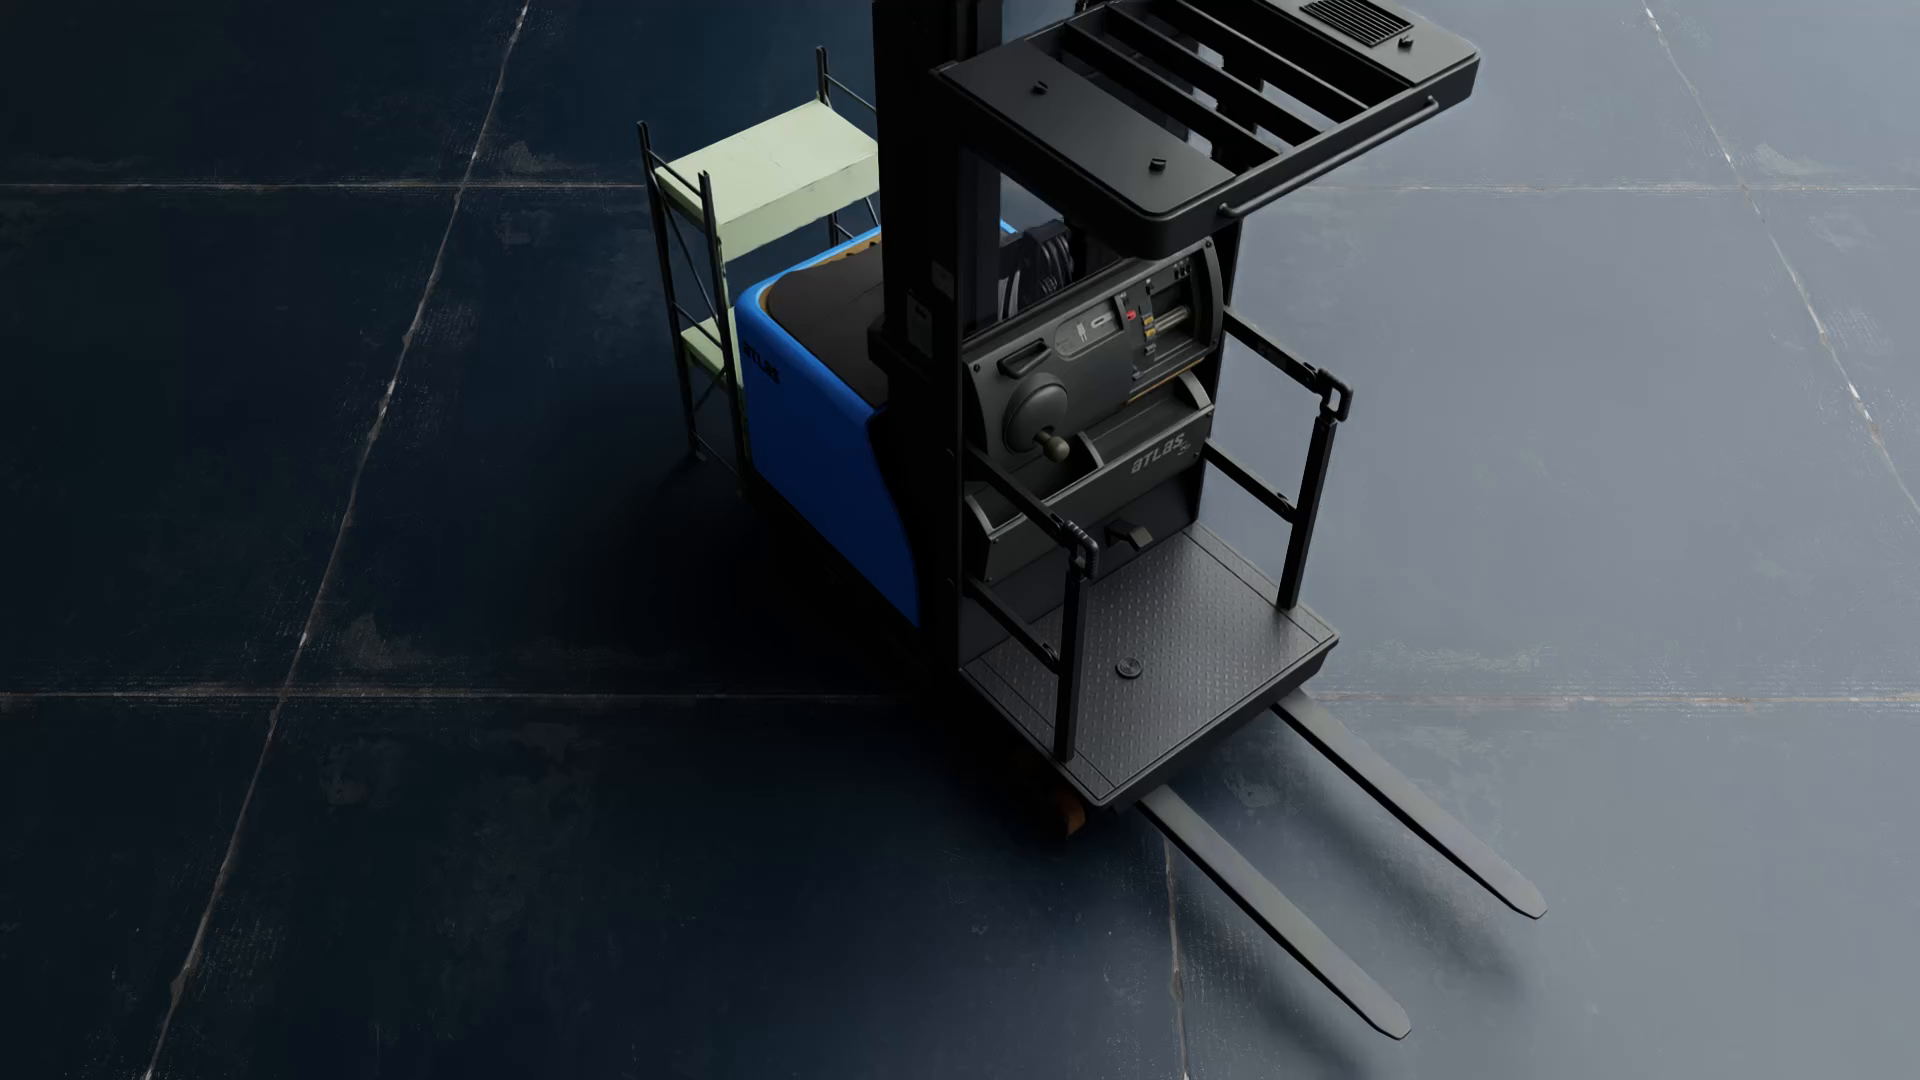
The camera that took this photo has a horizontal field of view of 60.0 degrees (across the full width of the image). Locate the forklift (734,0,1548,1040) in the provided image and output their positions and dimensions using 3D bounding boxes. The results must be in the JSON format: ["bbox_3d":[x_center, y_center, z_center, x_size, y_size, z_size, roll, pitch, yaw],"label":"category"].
[{"bbox_3d":[0.539,-0.466,4.681,1.130,2.935,3.031,-30,54,-25],"label":"forklift"}]

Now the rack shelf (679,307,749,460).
[{"bbox_3d":[-0.649,-0.706,6.328,0.720,0.370,0.431,-31,54,-26],"label":"rack shelf"}]

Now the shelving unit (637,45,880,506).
[{"bbox_3d":[-0.649,-0.929,6.089,0.755,1.500,0.431,-31,54,-26],"label":"shelving unit"}]

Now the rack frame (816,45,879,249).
[{"bbox_3d":[-0.367,-1.099,6.248,0.023,1.500,0.400,-31,54,-26],"label":"rack frame"}]

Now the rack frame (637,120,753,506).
[{"bbox_3d":[-0.931,-0.758,5.930,0.023,1.500,0.400,-31,54,-26],"label":"rack frame"}]

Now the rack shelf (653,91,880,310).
[{"bbox_3d":[-0.649,-1.195,5.804,0.720,0.370,0.431,-31,54,-26],"label":"rack shelf"}]
